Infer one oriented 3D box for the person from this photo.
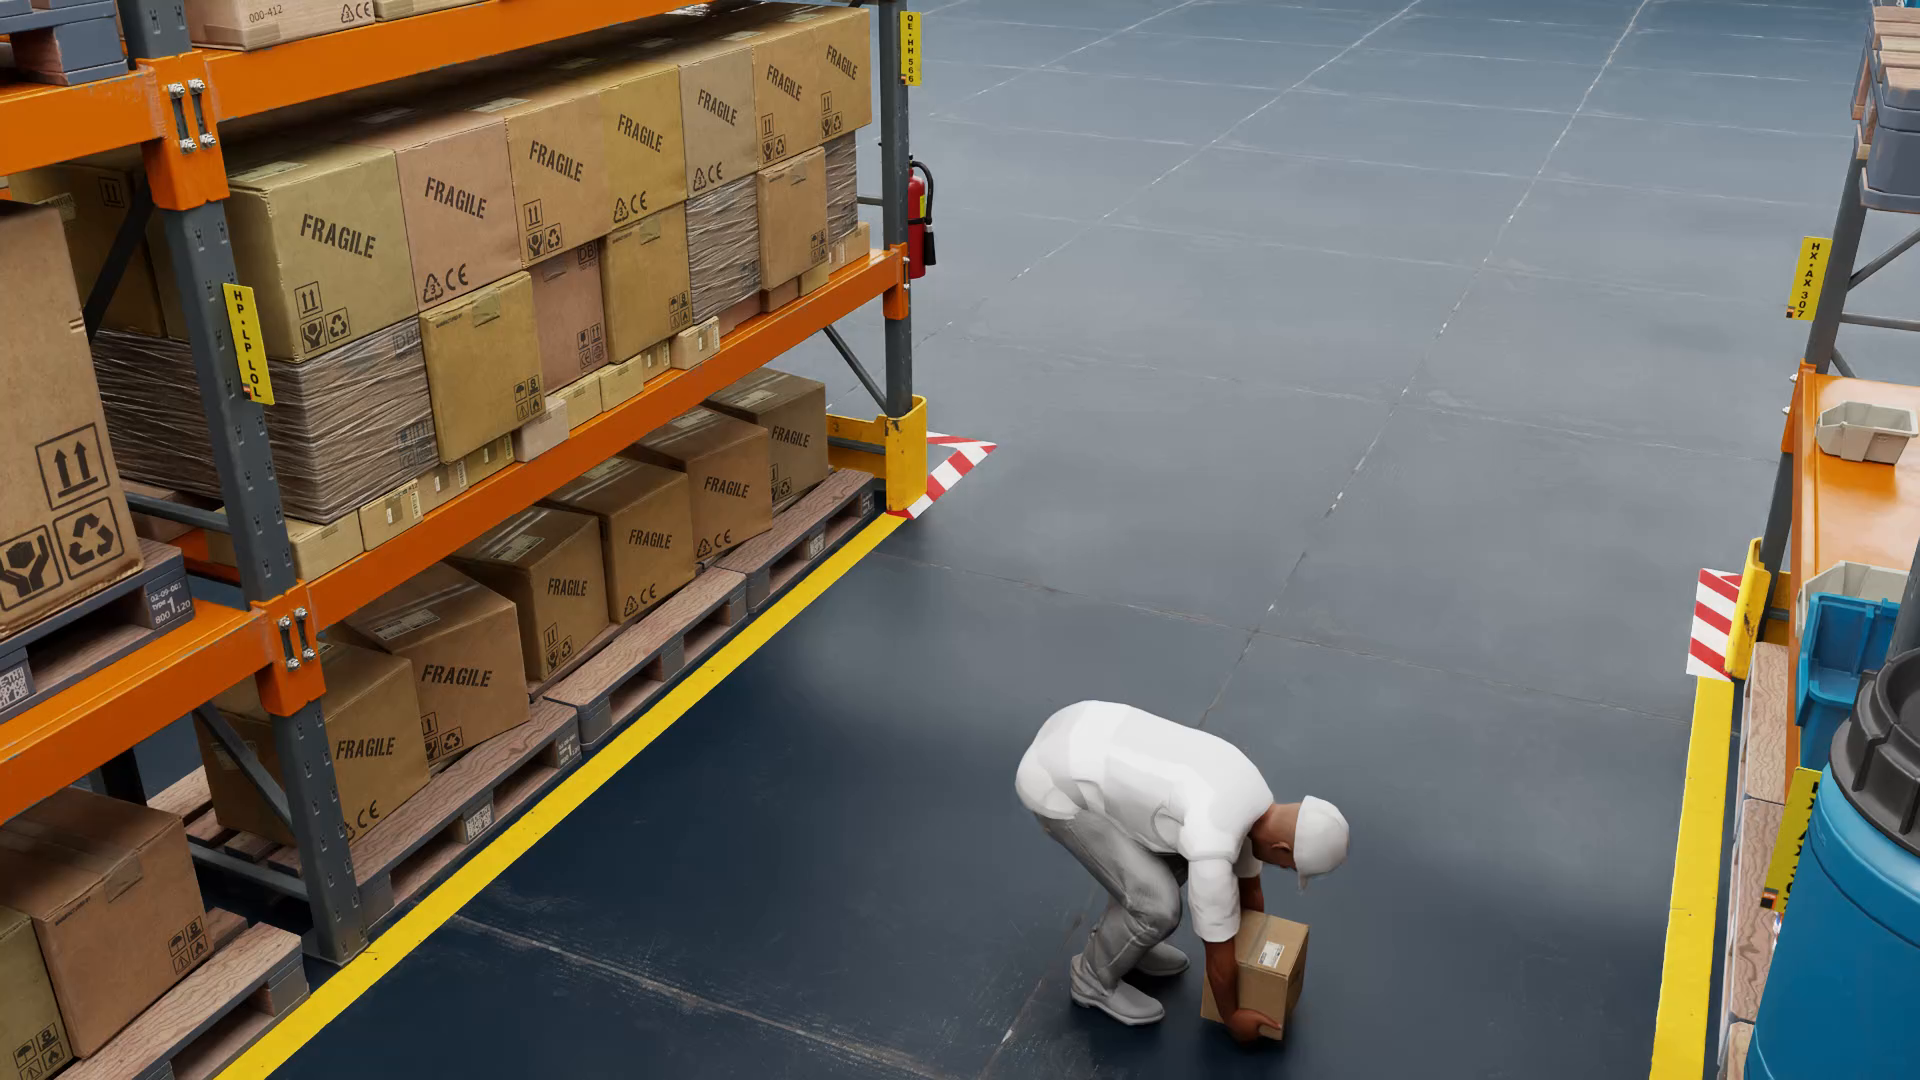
[{"bbox_3d":[0.655,0.979,4.984,0.973,0.967,0.501,10,28,19],"label":"person"}]
